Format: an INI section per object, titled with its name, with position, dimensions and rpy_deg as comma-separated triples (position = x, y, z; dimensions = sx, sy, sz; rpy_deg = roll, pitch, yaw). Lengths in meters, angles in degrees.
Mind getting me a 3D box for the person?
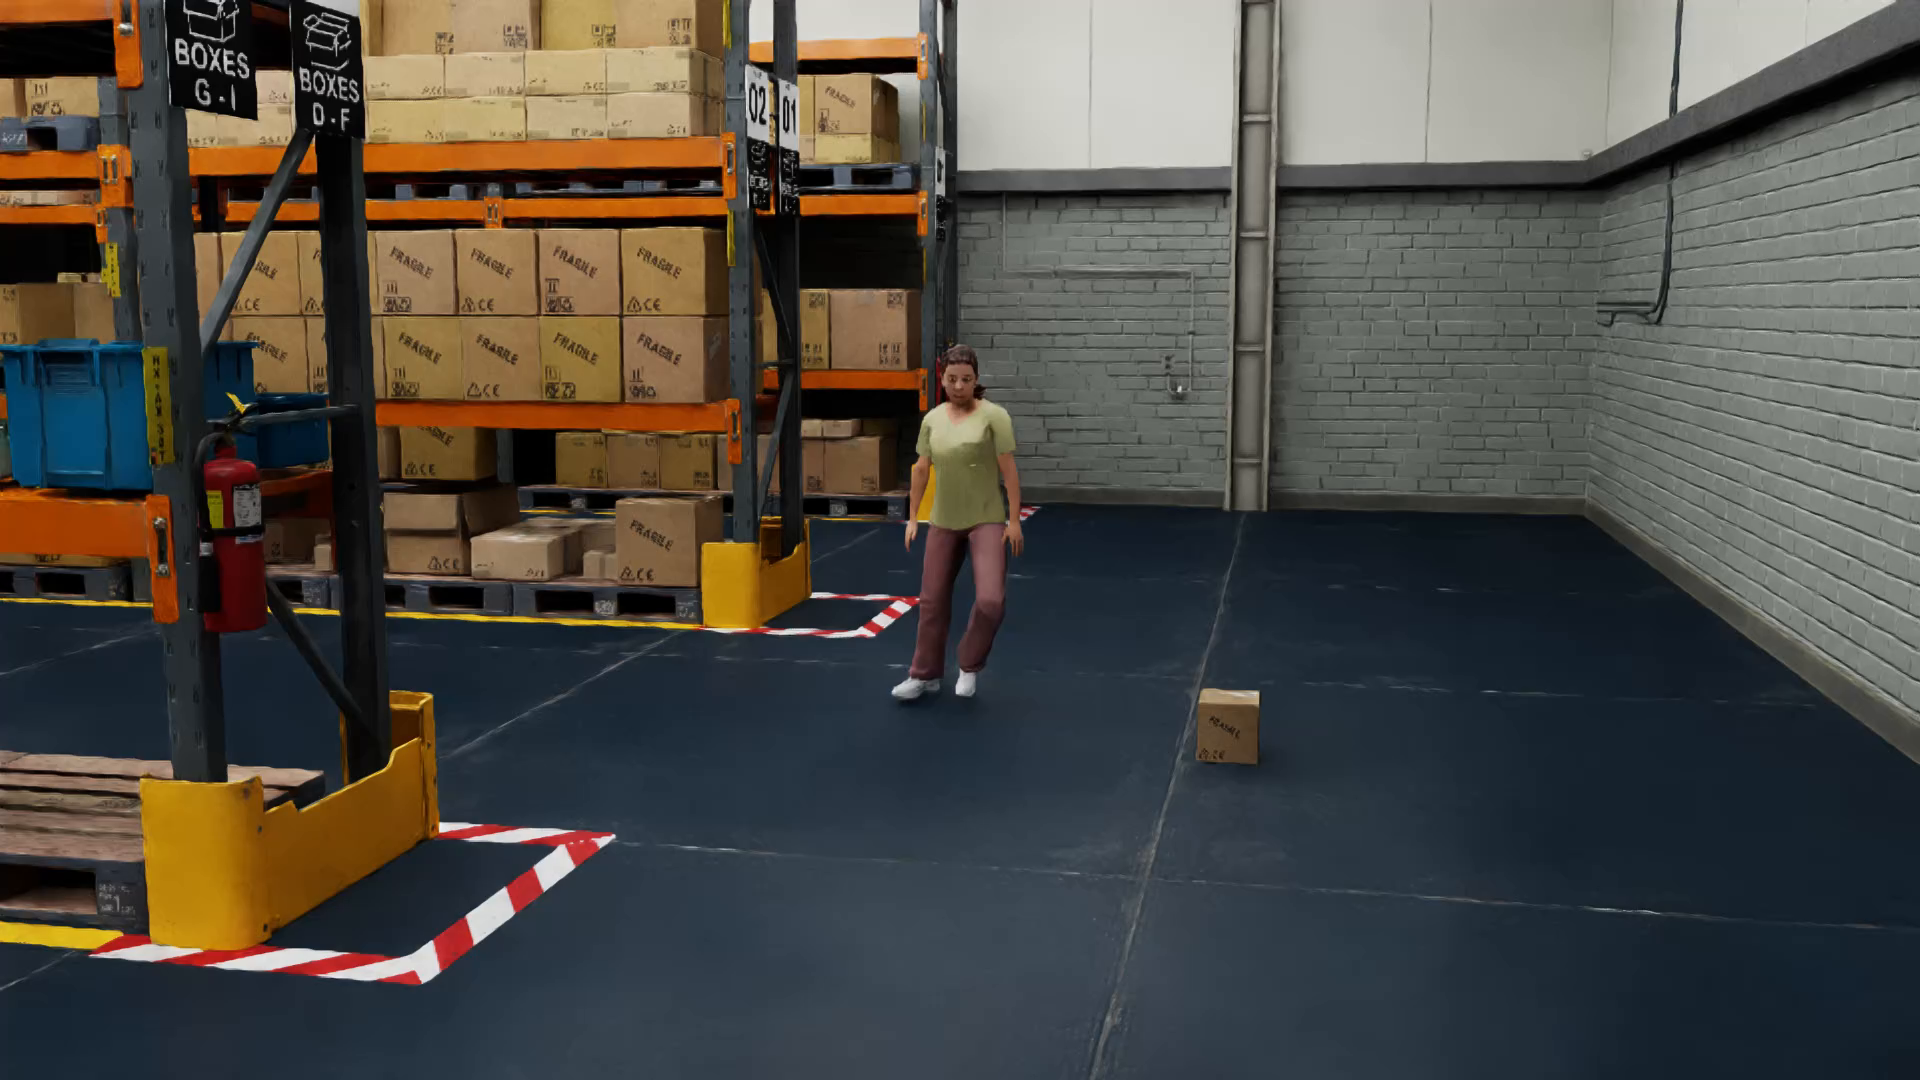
[person]
position = -0.004, -0.068, 7.659
dimensions = 0.636, 1.661, 0.402
rpy_deg = 3, 8, 17
